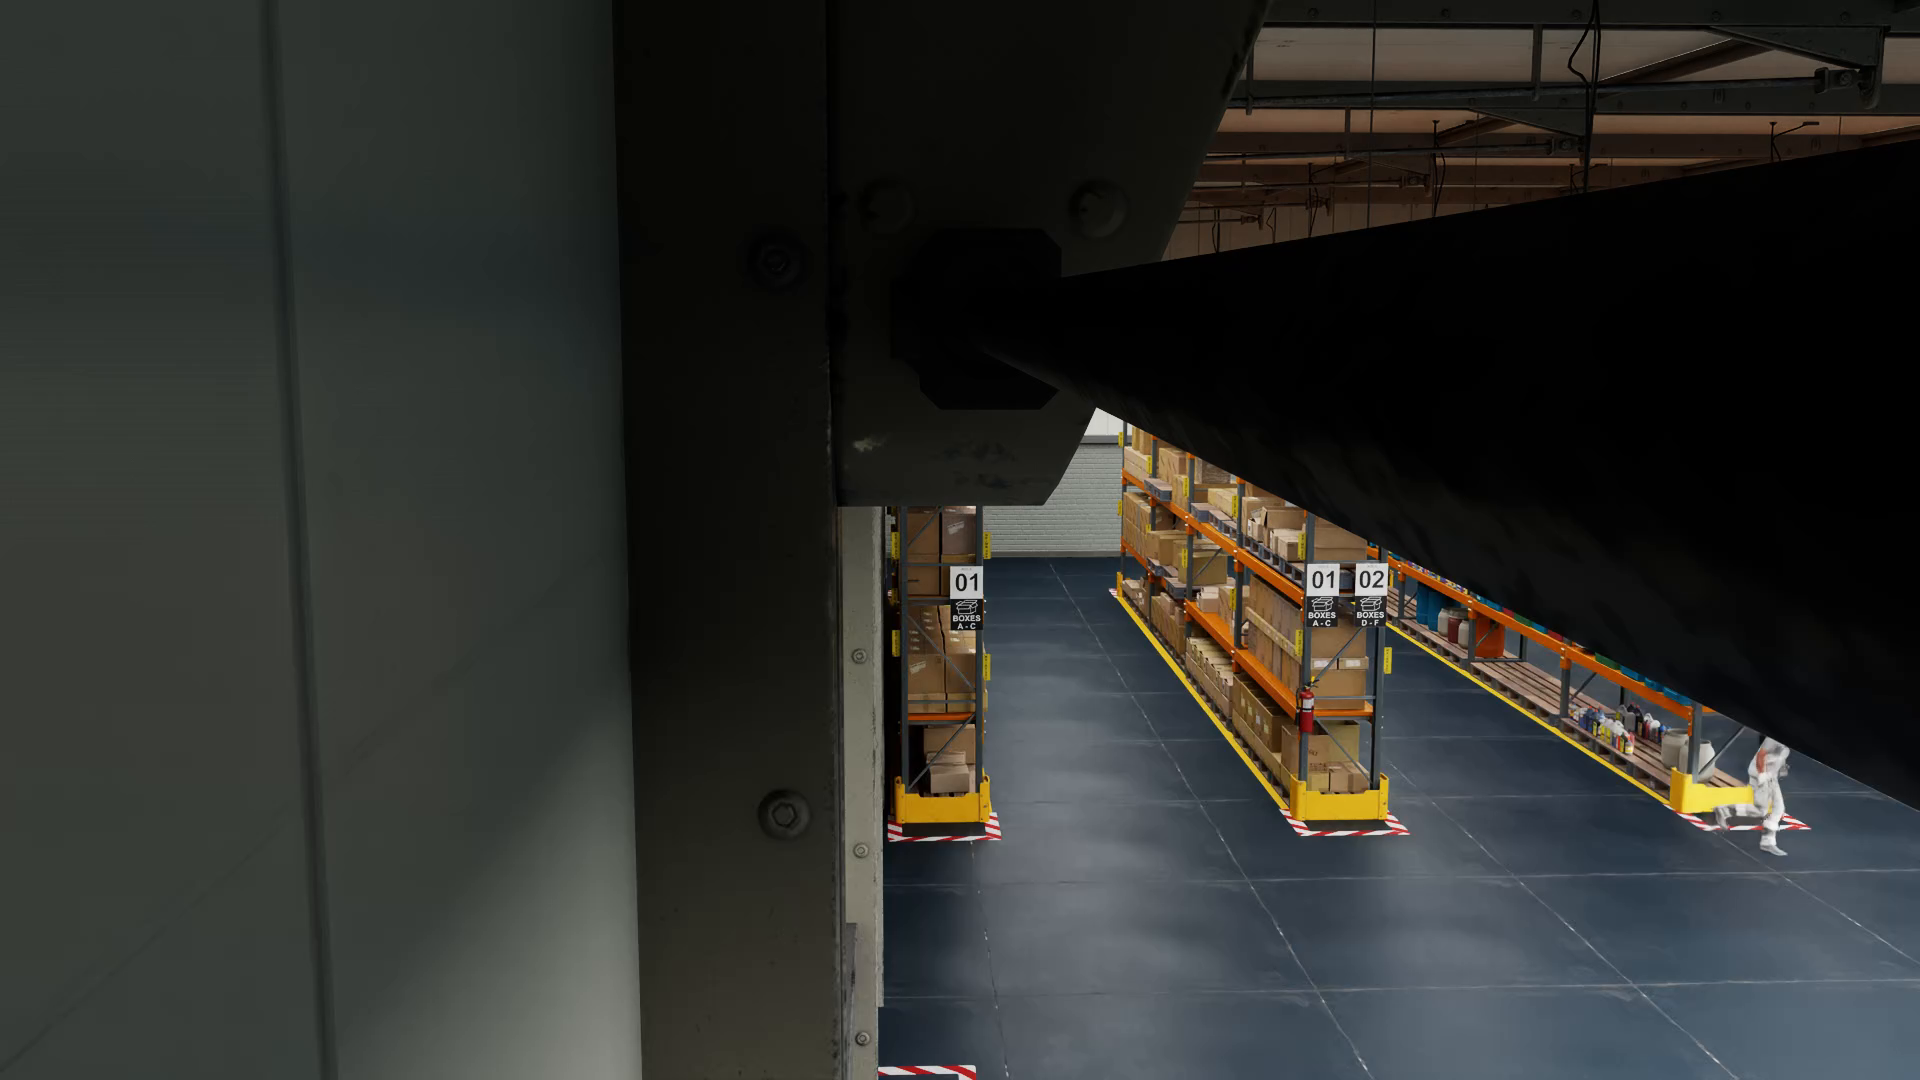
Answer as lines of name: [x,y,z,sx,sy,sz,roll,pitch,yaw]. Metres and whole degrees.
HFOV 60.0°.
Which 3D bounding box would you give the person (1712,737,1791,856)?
person: [9.332,2.787,19.439,0.929,1.723,0.660,4,9,28]
